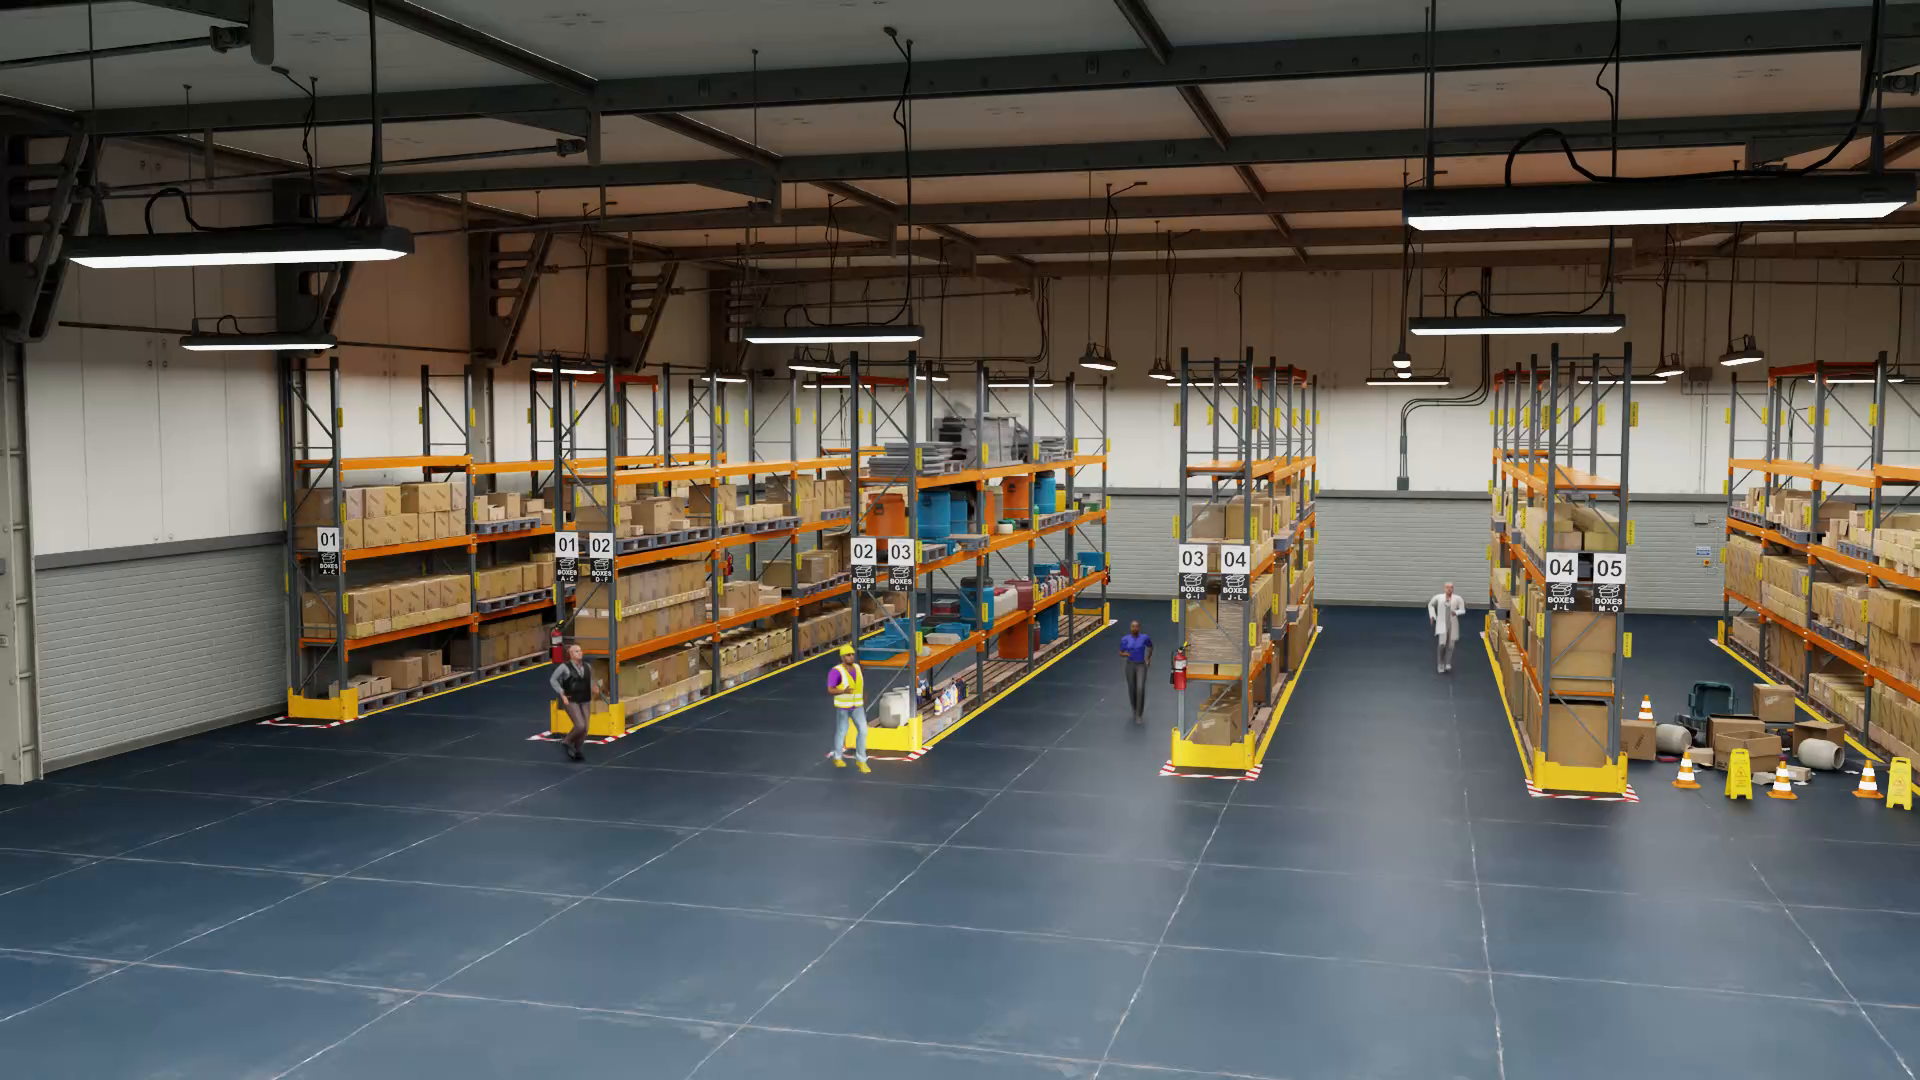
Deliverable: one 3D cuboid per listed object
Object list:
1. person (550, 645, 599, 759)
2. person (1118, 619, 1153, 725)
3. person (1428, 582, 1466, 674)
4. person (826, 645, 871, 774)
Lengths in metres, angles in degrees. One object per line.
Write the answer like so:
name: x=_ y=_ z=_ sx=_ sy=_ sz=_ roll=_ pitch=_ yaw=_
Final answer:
person: x=-5.559 y=2.379 z=24.280 sx=0.571 sy=1.684 sz=0.669 roll=4 pitch=6 yaw=43
person: x=2.900 y=2.162 z=27.481 sx=0.564 sy=1.716 sz=0.794 roll=1 pitch=4 yaw=11
person: x=9.561 y=1.727 z=32.637 sx=0.677 sy=1.807 sz=0.782 roll=1 pitch=4 yaw=10
person: x=-1.567 y=2.393 z=23.507 sx=0.716 sy=1.821 sz=0.720 roll=-3 pitch=5 yaw=-33
